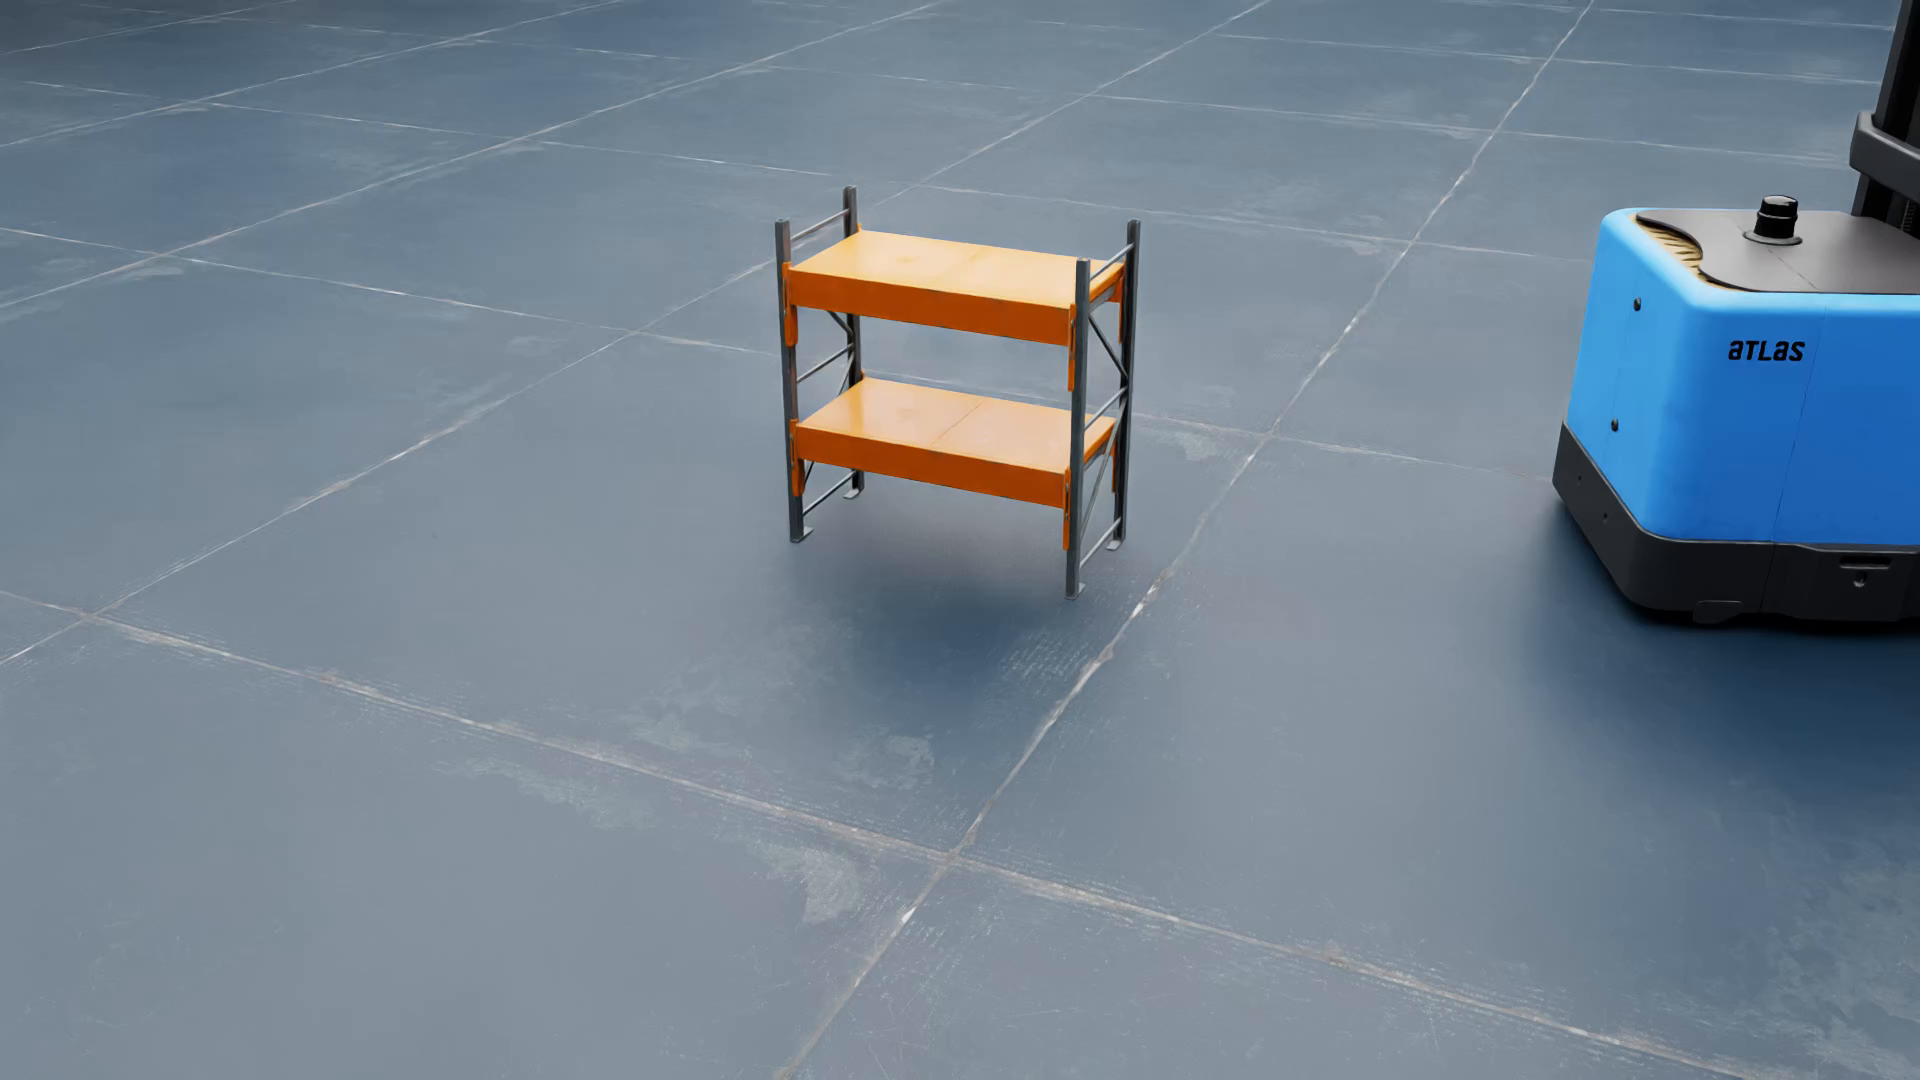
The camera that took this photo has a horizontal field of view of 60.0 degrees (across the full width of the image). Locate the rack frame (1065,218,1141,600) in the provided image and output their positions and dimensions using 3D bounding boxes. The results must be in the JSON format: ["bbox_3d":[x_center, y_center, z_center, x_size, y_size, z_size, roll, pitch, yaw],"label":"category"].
[{"bbox_3d":[0.457,-0.413,5.315,0.032,1.125,0.500,11,28,22],"label":"rack frame"}]

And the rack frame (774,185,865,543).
[{"bbox_3d":[-0.469,-0.599,5.693,0.032,1.125,0.500,11,28,22],"label":"rack frame"}]

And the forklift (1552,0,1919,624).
[{"bbox_3d":[3.625,-1.228,4.926,3.031,2.935,1.130,1,26,3],"label":"forklift"}]

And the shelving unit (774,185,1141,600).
[{"bbox_3d":[-0.006,-0.506,5.504,1.048,1.125,0.538,11,28,22],"label":"shelving unit"}]

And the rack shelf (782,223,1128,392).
[{"bbox_3d":[-0.006,-0.768,5.375,1.000,0.278,0.538,11,28,22],"label":"rack shelf"}]

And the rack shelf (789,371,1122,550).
[{"bbox_3d":[-0.006,-0.287,5.612,1.000,0.278,0.538,11,28,22],"label":"rack shelf"}]
